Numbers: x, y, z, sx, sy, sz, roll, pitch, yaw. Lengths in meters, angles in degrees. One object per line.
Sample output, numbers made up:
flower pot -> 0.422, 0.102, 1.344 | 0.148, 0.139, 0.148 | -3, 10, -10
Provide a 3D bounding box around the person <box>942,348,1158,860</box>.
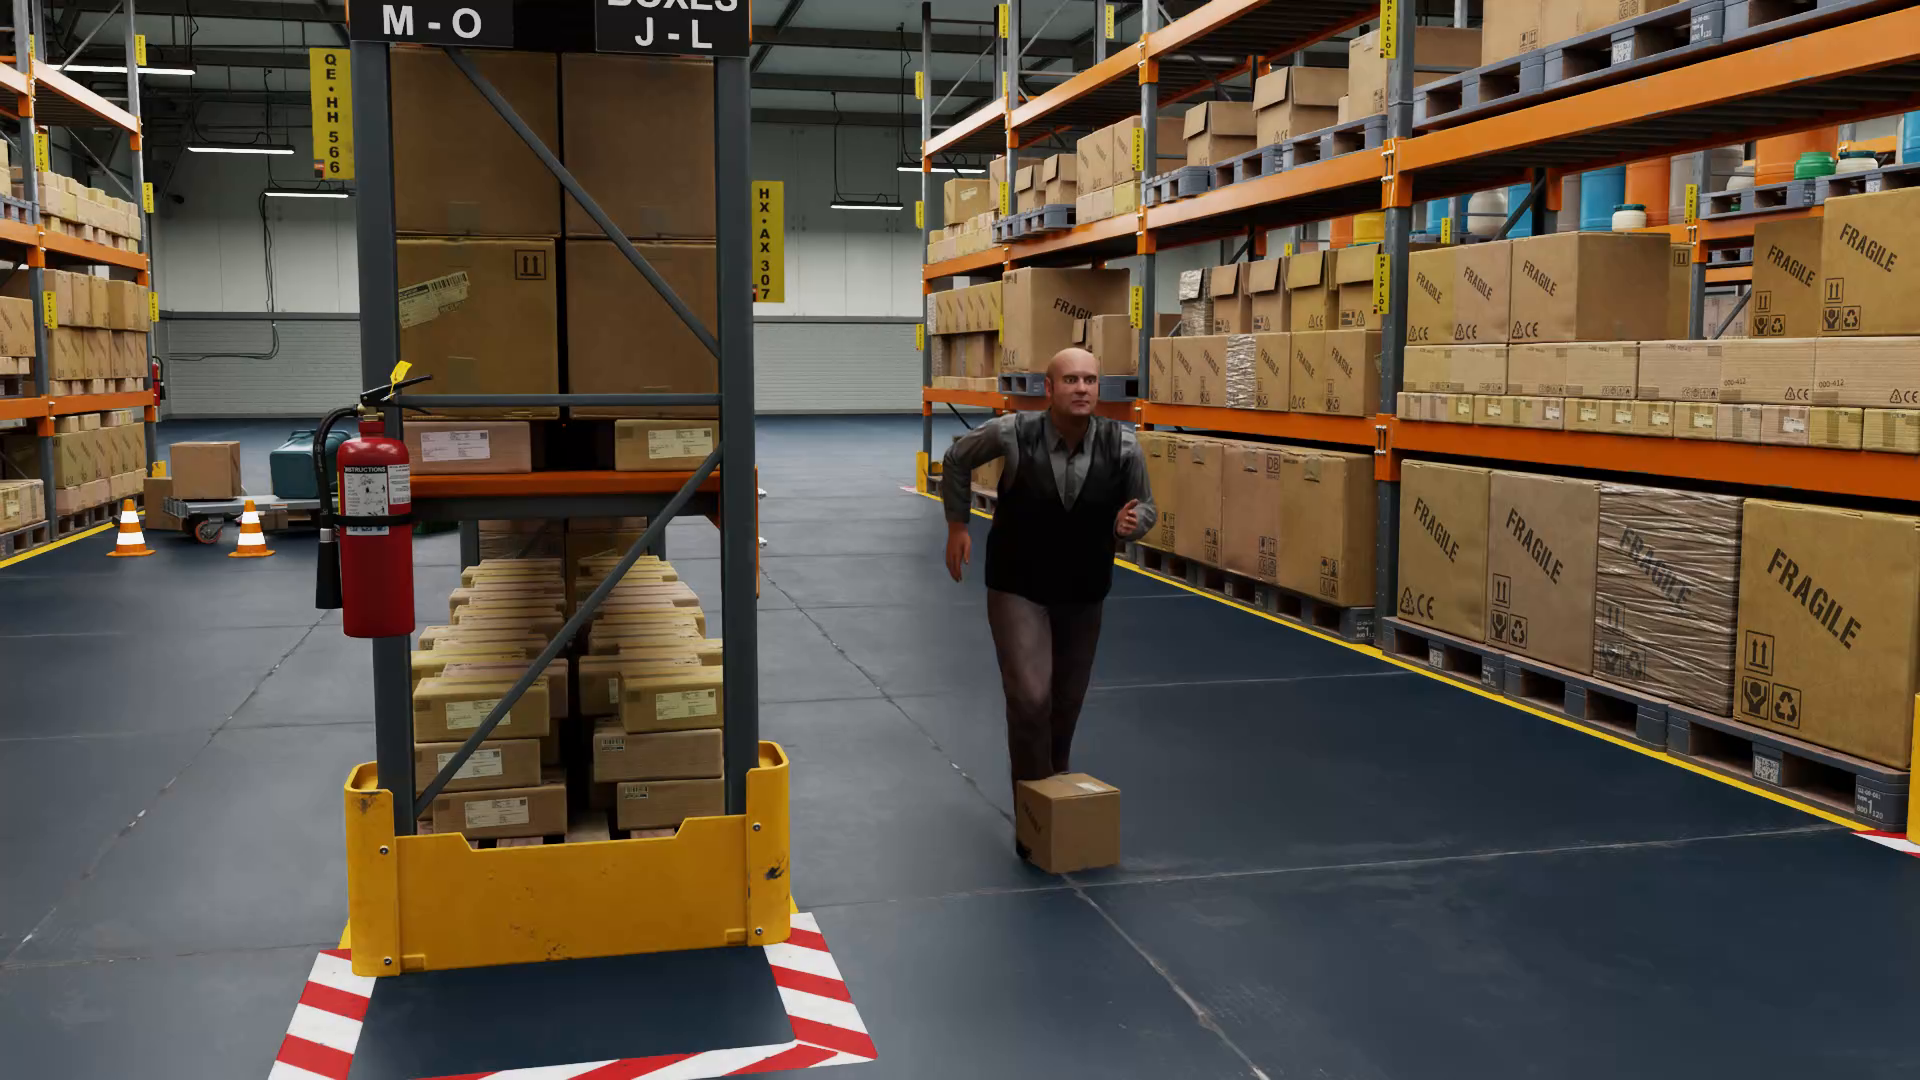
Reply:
person -> 0.298, 0.189, 5.563 | 0.649, 1.649, 0.965 | -2, 6, -19
